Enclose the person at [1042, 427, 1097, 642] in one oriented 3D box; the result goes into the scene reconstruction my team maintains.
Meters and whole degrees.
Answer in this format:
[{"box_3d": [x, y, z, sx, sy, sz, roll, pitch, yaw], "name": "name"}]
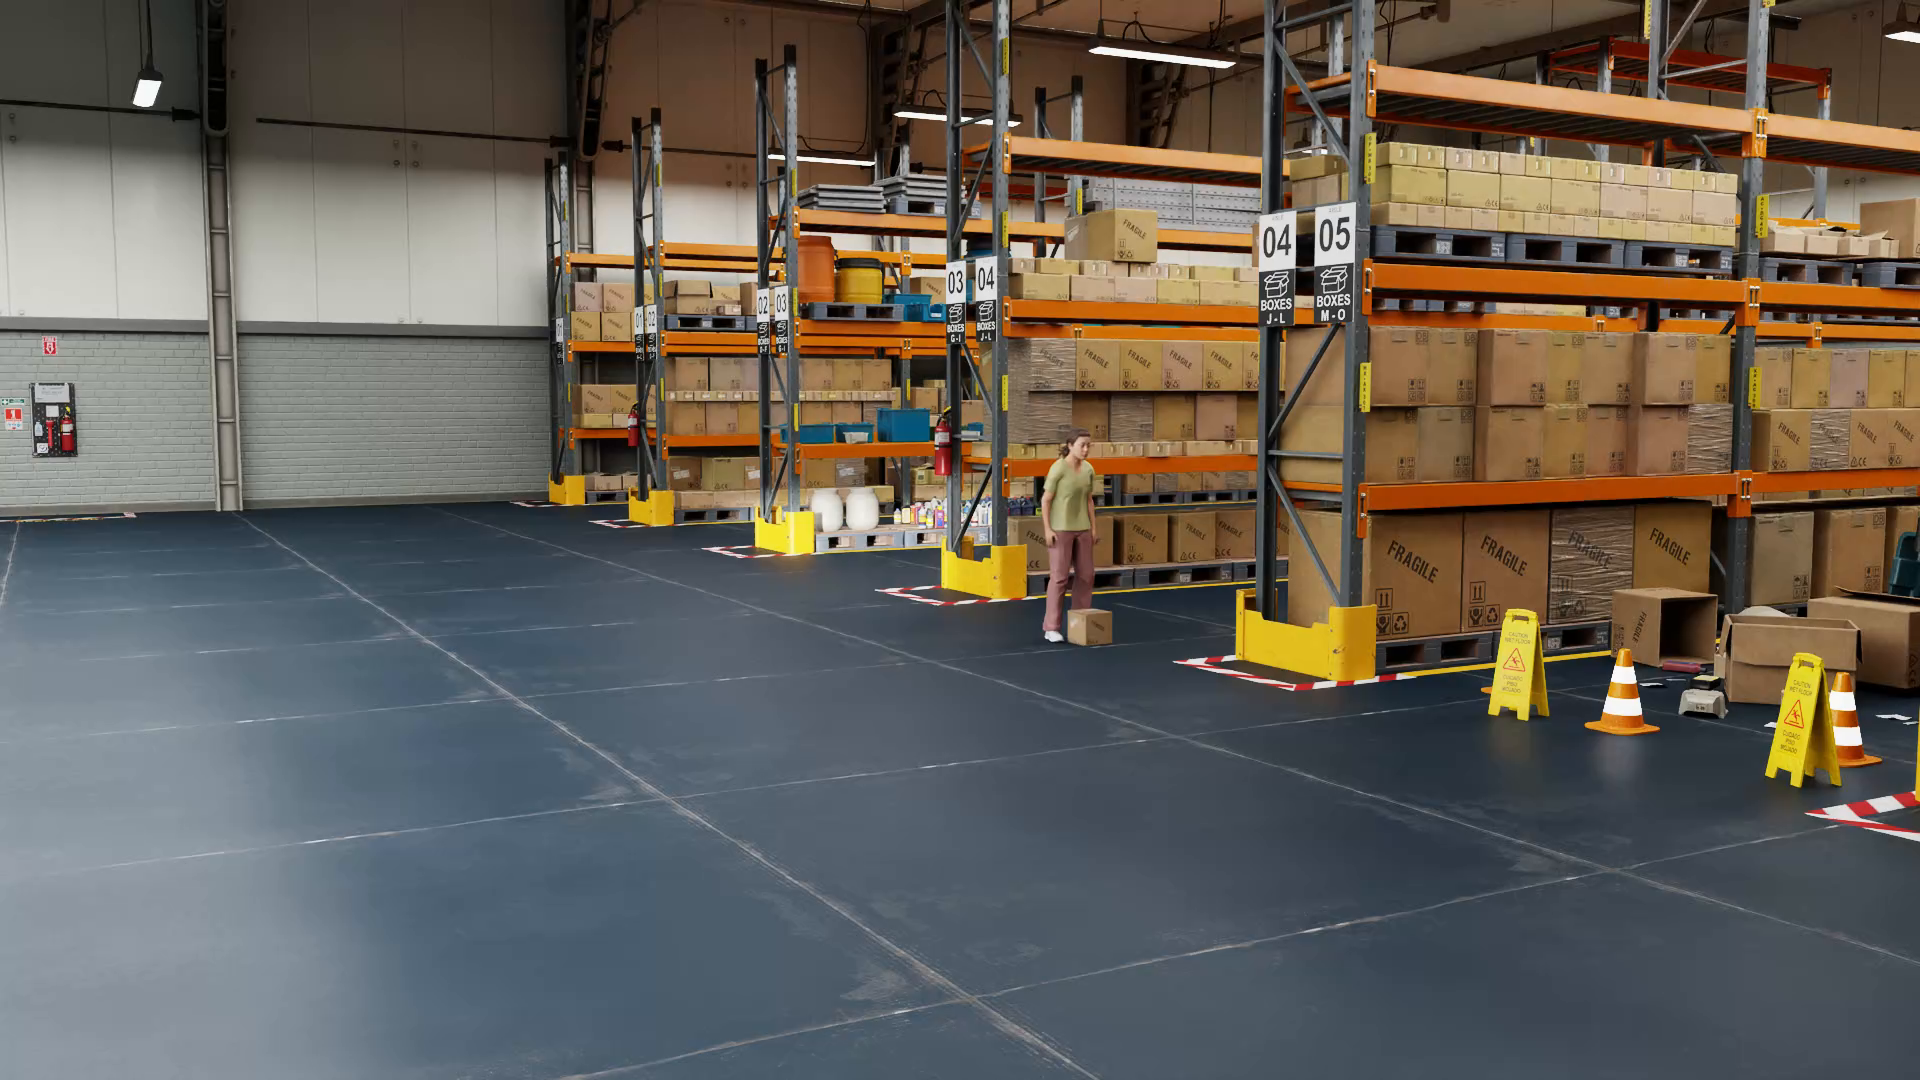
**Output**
[{"box_3d": [0.880, -0.052, 13.051, 0.503, 1.671, 0.365, -3, 6, -31], "name": "person"}]
